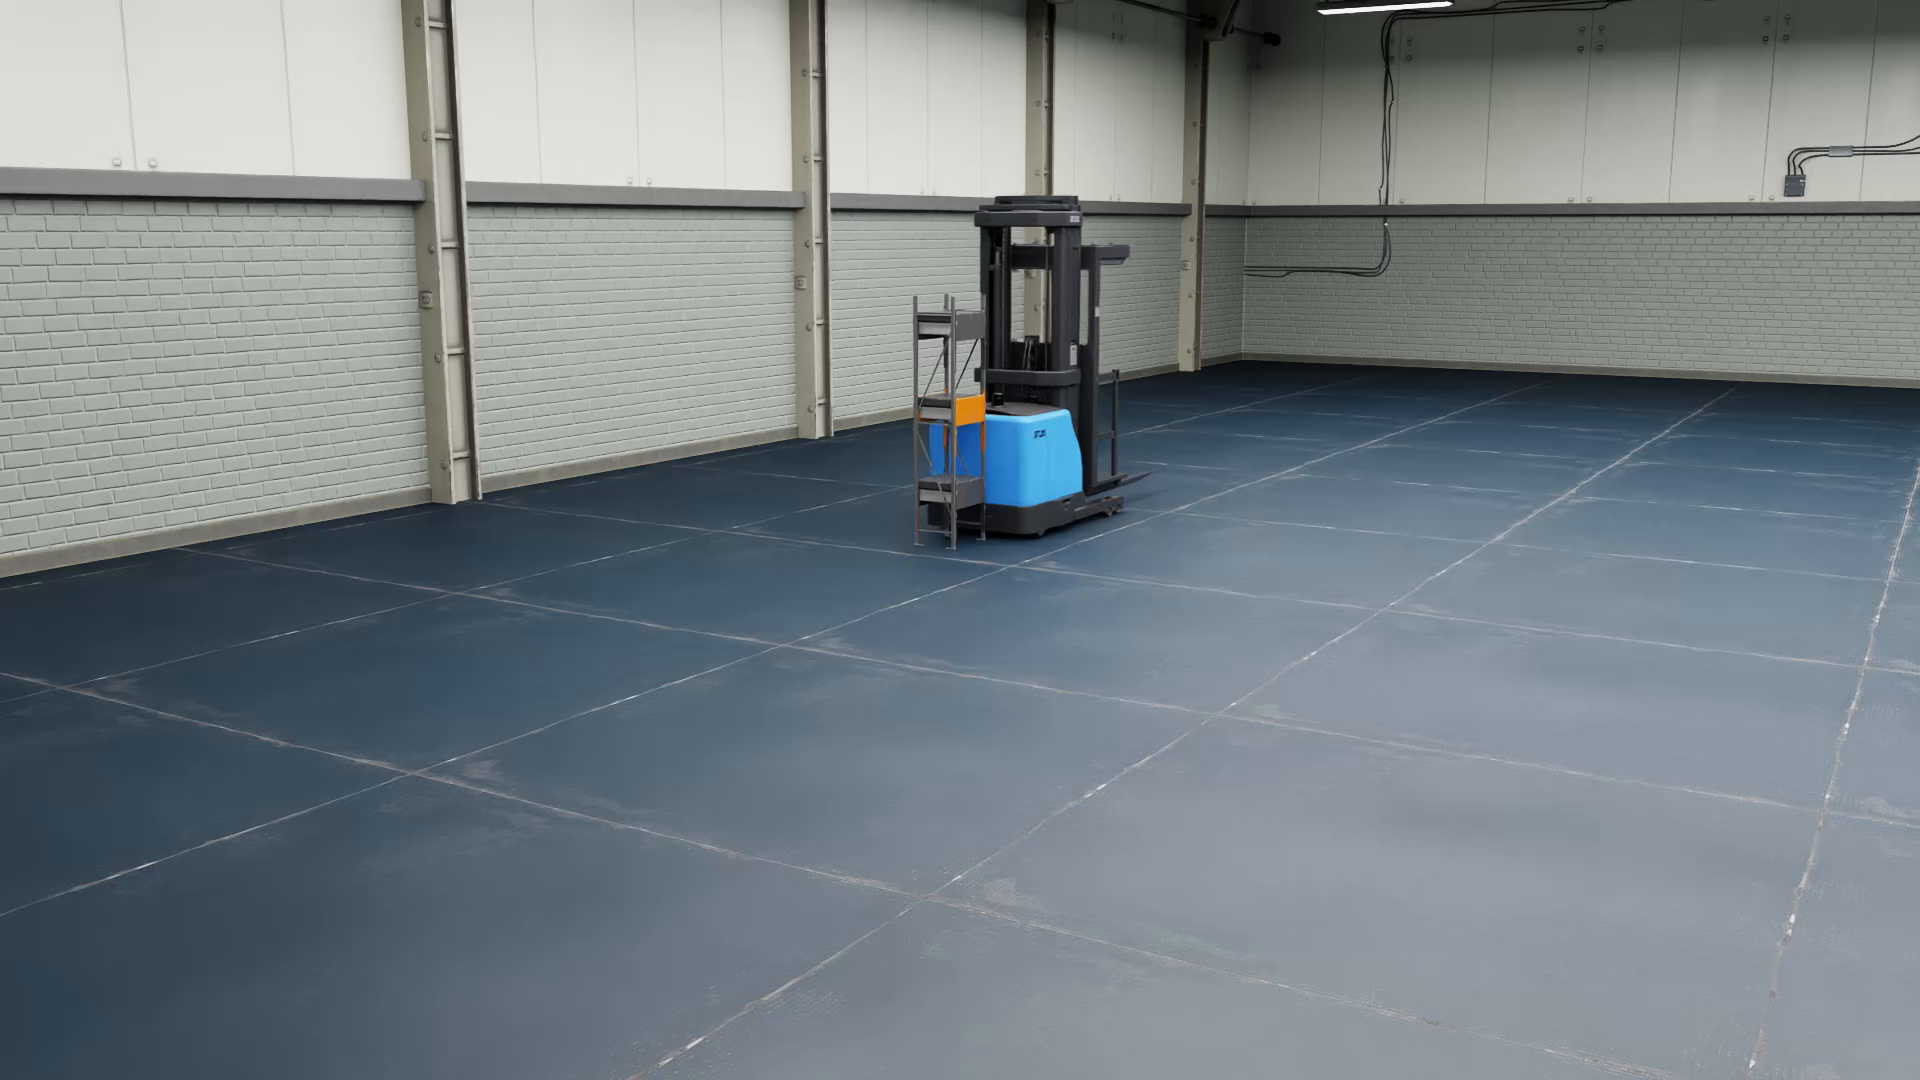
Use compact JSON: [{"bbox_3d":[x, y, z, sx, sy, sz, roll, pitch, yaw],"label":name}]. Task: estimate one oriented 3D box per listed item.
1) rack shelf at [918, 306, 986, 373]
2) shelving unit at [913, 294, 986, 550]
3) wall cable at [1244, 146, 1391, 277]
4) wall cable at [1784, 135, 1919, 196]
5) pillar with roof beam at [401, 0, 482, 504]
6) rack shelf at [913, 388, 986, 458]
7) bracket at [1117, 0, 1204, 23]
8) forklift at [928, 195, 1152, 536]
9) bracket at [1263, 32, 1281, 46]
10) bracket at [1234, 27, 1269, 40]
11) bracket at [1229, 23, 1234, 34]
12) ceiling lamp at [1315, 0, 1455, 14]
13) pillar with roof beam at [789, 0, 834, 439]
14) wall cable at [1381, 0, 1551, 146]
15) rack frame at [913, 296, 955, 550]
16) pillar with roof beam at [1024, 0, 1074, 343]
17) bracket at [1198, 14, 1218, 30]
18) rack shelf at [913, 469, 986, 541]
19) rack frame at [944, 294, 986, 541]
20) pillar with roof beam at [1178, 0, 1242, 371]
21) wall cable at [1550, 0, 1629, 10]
[{"bbox_3d":[-0.086,-1.681,13.910,0.431,0.518,0.480,6,12,31],"label":"rack shelf"},{"bbox_3d":[-0.086,-1.006,14.036,0.431,2.100,0.503,6,12,31],"label":"shelving unit"},{"bbox_3d":[7.017,-6.458,32.851,3.097,2.526,0.112,6,12,31],"label":"wall cable"},{"bbox_3d":[15.123,-8.747,27.394,2.305,6.003,0.169,6,12,31],"label":"wall cable"},{"bbox_3d":[-1.308,-4.406,13.447,9.100,9.000,0.400,6,12,31],"label":"pillar with roof beam"},{"bbox_3d":[-0.086,-0.993,14.039,0.431,0.518,0.480,6,12,31],"label":"rack shelf"},{"bbox_3d":[3.108,-8.913,27.739,0.076,0.066,4.783,6,12,31],"label":"bracket"},{"bbox_3d":[0.891,-1.699,15.481,1.130,2.935,3.031,6,12,30],"label":"forklift"},{"bbox_3d":[6.107,-9.821,32.592,0.235,0.232,0.430,6,12,31],"label":"bracket"},{"bbox_3d":[5.800,-9.728,32.096,0.076,0.066,3.189,6,12,31],"label":"bracket"},{"bbox_3d":[4.876,-9.448,30.601,0.235,0.232,0.430,6,12,31],"label":"bracket"},{"bbox_3d":[6.411,-9.455,24.558,2.000,3.185,0.800,6,12,31],"label":"ceiling lamp"},{"bbox_3d":[1.807,-5.349,18.487,9.100,9.000,0.400,6,12,31],"label":"pillar with roof beam"},{"bbox_3d":[9.329,-8.682,31.005,3.097,2.526,0.112,6,12,31],"label":"wall cable"},{"bbox_3d":[-0.213,-0.968,13.831,0.400,2.100,0.015,6,12,31],"label":"rack frame"},{"bbox_3d":[4.922,-6.293,23.528,9.100,9.000,0.548,6,12,31],"label":"pillar with roof beam"},{"bbox_3d":[4.445,-9.318,29.904,0.235,0.232,0.430,6,12,31],"label":"bracket"},{"bbox_3d":[-0.086,-0.305,14.168,0.431,0.518,0.480,6,12,31],"label":"rack shelf"},{"bbox_3d":[0.041,-1.044,14.241,0.400,2.100,0.015,6,12,31],"label":"rack frame"},{"bbox_3d":[8.037,-7.236,28.568,9.100,9.000,0.548,6,12,31],"label":"pillar with roof beam"},{"bbox_3d":[11.974,-10.622,29.008,3.097,2.526,0.112,6,12,31],"label":"wall cable"}]
